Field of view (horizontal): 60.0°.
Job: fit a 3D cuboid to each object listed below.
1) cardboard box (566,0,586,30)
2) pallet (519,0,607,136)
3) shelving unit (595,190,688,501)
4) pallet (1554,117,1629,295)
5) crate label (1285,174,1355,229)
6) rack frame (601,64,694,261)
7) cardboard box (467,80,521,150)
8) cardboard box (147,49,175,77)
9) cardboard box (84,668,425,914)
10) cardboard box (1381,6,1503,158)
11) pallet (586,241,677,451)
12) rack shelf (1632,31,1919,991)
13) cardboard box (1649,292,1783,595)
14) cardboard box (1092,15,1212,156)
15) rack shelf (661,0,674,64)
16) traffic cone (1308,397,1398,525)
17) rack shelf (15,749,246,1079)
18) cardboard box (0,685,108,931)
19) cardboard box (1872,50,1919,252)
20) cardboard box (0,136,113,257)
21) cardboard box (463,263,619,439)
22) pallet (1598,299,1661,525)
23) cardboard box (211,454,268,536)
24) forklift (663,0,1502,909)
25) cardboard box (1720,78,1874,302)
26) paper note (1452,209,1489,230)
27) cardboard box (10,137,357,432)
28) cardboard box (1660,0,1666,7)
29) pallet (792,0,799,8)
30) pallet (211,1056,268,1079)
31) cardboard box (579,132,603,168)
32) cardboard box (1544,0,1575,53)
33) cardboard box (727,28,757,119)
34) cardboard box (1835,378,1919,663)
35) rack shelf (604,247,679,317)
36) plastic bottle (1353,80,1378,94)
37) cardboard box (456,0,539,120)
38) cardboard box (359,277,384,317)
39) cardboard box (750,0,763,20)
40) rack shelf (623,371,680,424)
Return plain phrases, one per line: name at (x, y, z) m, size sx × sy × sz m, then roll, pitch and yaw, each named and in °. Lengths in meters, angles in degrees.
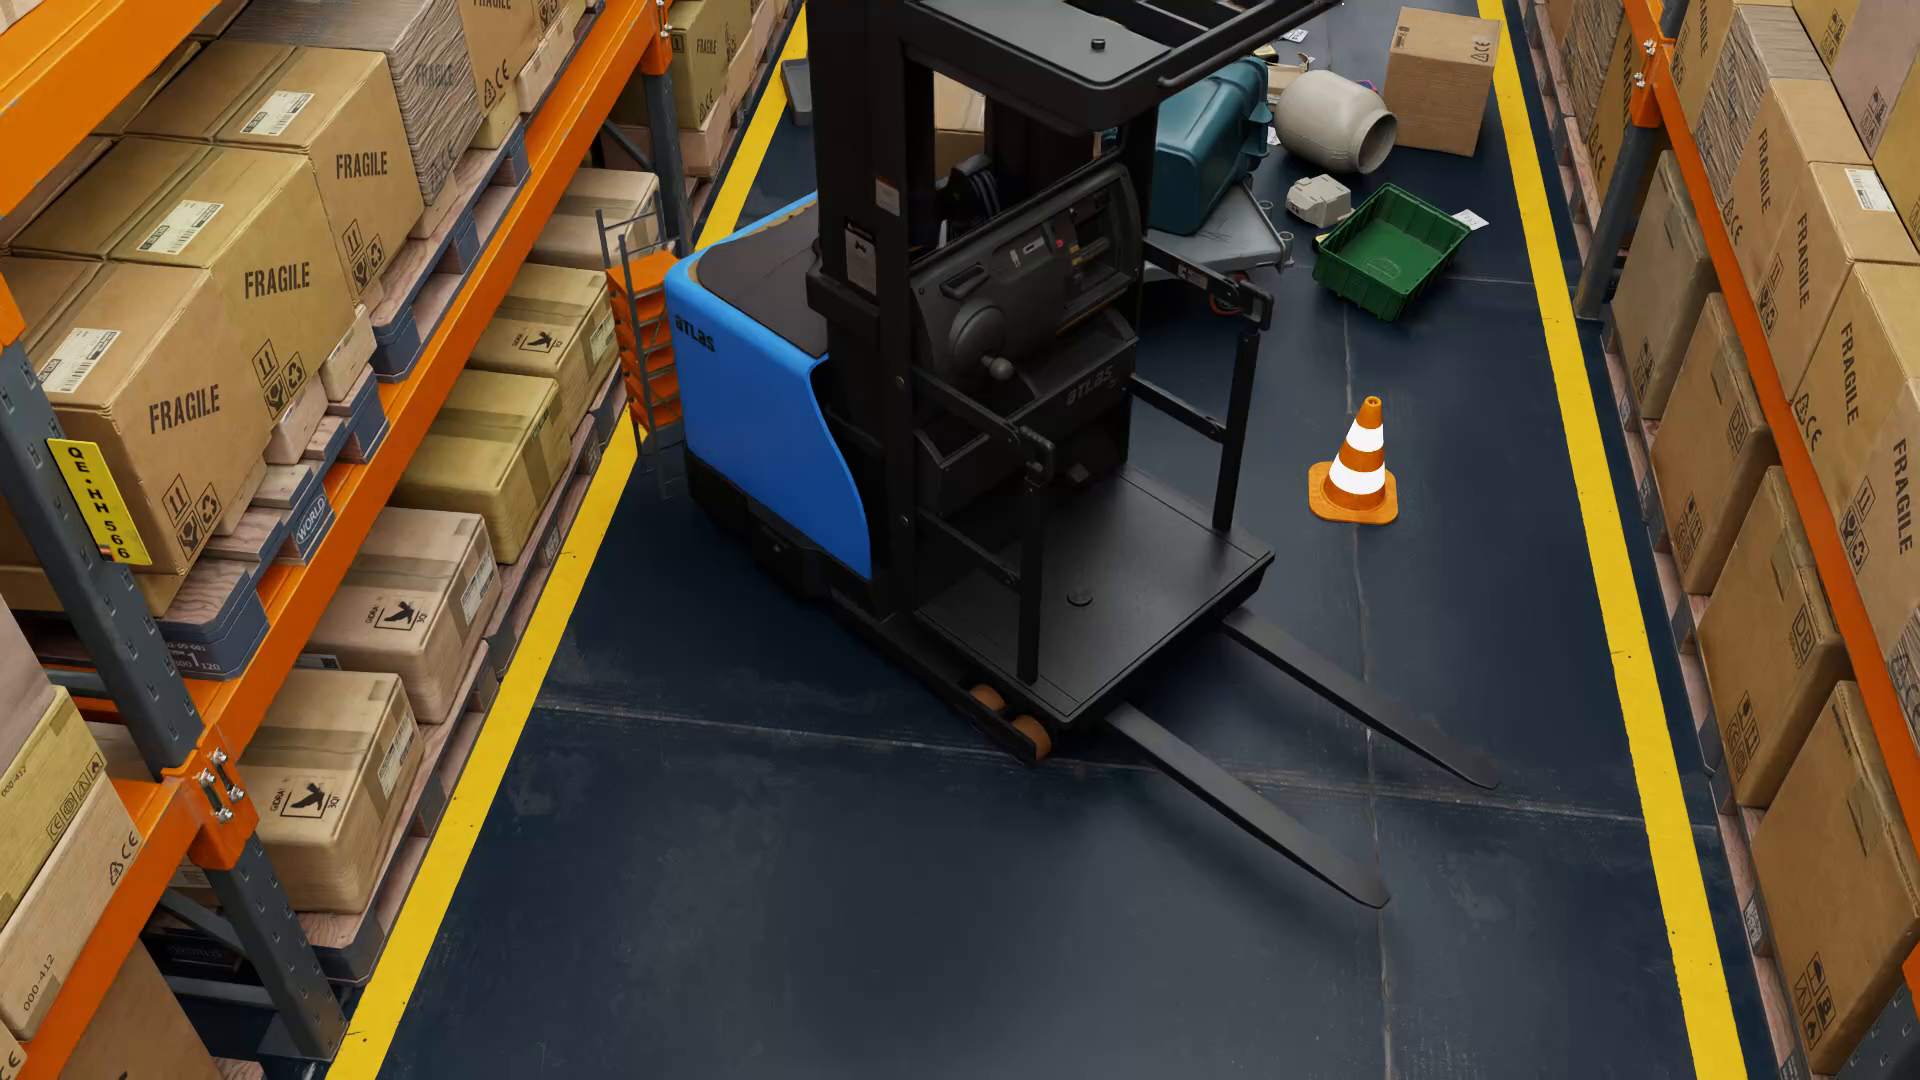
cardboard box at (-1.574, -1.933, 5.987) m, size 0.380 × 0.149 × 0.250 m, roll 4°, pitch 44°, yaw 4°
pallet at (-1.972, -1.848, 6.159) m, size 1.003 × 0.211 × 1.213 m, roll 5°, pitch 44°, yaw 6°
shelving unit at (-1.099, -0.685, 6.100) m, size 0.258 × 1.200 × 0.189 m, roll -24°, pitch 49°, yaw -24°
pallet at (3.371, -1.543, 7.726) m, size 1.003 × 0.211 × 1.213 m, roll 5°, pitch 44°, yaw 6°
crate label at (1.693, -1.606, 7.846) m, size 0.298 × 0.136 × 0.250 m, roll -24°, pitch 48°, yaw -23°
rack frame at (-1.727, -2.425, 6.630) m, size 1.000 × 3.000 × 0.127 m, roll 5°, pitch 44°, yaw 6°
cardboard box at (-1.671, -1.417, 5.442) m, size 0.380 × 0.149 × 0.250 m, roll 5°, pitch 44°, yaw 5°
cardboard box at (-2.319, -1.372, 4.451) m, size 0.380 × 0.149 × 0.250 m, roll 3°, pitch 44°, yaw 4°
cardboard box at (-2.171, 0.718, 4.915) m, size 0.950 × 0.372 × 0.625 m, roll 3°, pitch 43°, yaw 3°
cardboard box at (2.381, -2.289, 8.302) m, size 0.500 × 0.500 × 0.500 m, roll 12°, pitch 45°, yaw 13°
pallet at (-1.829, -0.882, 7.028) m, size 1.003 × 0.211 × 1.213 m, roll 5°, pitch 44°, yaw 6°
rack shelf at (2.928, -0.420, 5.035) m, size 1.077 × 0.370 × 4.000 m, roll 5°, pitch 44°, yaw 6°
cardboard box at (3.068, -0.291, 5.707) m, size 1.050 × 0.750 × 0.750 m, roll 5°, pitch 44°, yaw 6°
cardboard box at (0.963, -2.229, 8.139) m, size 0.797 × 0.637 × 0.503 m, roll 5°, pitch 44°, yaw 6°
rack shelf at (-1.463, -3.527, 8.316) m, size 1.077 × 0.370 × 4.000 m, roll 5°, pitch 44°, yaw 6°
traffic cone at (1.519, -0.346, 6.279) m, size 0.336 × 0.463 × 0.334 m, roll 5°, pitch 44°, yaw 6°
rack shelf at (-2.520, 1.925, 2.558) m, size 1.077 × 0.370 × 4.000 m, roll 5°, pitch 44°, yaw 6°
cardboard box at (-2.068, 0.527, 3.257) m, size 0.500 × 0.250 × 0.500 m, roll 5°, pitch 44°, yaw 5°
cardboard box at (2.932, -1.065, 4.394) m, size 0.700 × 0.500 × 0.500 m, roll 5°, pitch 44°, yaw 5°
cardboard box at (-2.414, -0.684, 4.197) m, size 0.500 × 0.500 × 0.500 m, roll 5°, pitch 44°, yaw 5°
cardboard box at (-1.886, -0.776, 6.493) m, size 0.950 × 0.372 × 0.625 m, roll 8°, pitch 44°, yaw 8°
pallet at (3.165, -0.499, 6.623) m, size 1.003 × 0.211 × 1.213 m, roll 5°, pitch 44°, yaw 6°
cardboard box at (-1.958, -0.155, 4.109) m, size 0.380 × 0.149 × 0.250 m, roll 3°, pitch 44°, yaw 3°
forklift at (0.370, -0.731, 4.891) m, size 3.031 × 2.935 × 1.130 m, roll 34°, pitch 53°, yaw 31°
cardboard box at (2.722, -1.062, 5.117) m, size 0.500 × 0.500 × 0.500 m, roll 5°, pitch 44°, yaw 5°
paper note at (2.384, -1.507, 7.819) m, size 0.147 × 0.020 × 0.142 m, roll -24°, pitch 48°, yaw -23°
cardboard box at (-1.905, -0.637, 4.147) m, size 0.500 × 0.500 × 0.500 m, roll 7°, pitch 44°, yaw 8°
cardboard box at (3.230, -2.351, 6.442) m, size 0.875 × 0.550 × 0.550 m, roll 5°, pitch 44°, yaw 6°
pallet at (-1.351, -3.536, 9.831) m, size 1.003 × 0.211 × 1.213 m, roll 5°, pitch 44°, yaw 6°
pallet at (-2.435, 1.844, 4.149) m, size 1.003 × 0.211 × 1.213 m, roll 5°, pitch 44°, yaw 6°
cardboard box at (-1.916, -2.007, 7.882) m, size 0.500 × 0.250 × 0.500 m, roll 7°, pitch 44°, yaw 7°
cardboard box at (3.583, -3.083, 8.564) m, size 0.875 × 0.875 × 0.875 m, roll 5°, pitch 44°, yaw 5°
cardboard box at (-1.322, -2.322, 8.215) m, size 0.500 × 0.250 × 0.500 m, roll 8°, pitch 44°, yaw 8°
cardboard box at (2.525, -0.025, 4.023) m, size 0.500 × 0.500 × 0.500 m, roll 5°, pitch 44°, yaw 6°
rack shelf at (-1.099, -0.914, 5.883) m, size 0.258 × 0.103 × 0.180 m, roll -24°, pitch 49°, yaw -24°
plastic bottle at (2.020, -2.334, 8.670) m, size 0.283 × 0.061 × 0.133 m, roll -9°, pitch 44°, yaw -9°
cardboard box at (-1.699, -1.697, 5.266) m, size 0.500 × 0.500 × 0.500 m, roll 7°, pitch 44°, yaw 7°
cardboard box at (-1.865, -0.694, 4.678) m, size 0.380 × 0.149 × 0.250 m, roll 8°, pitch 44°, yaw 8°
cardboard box at (-1.252, -2.948, 8.331) m, size 0.500 × 0.500 × 0.500 m, roll 7°, pitch 44°, yaw 8°
rack shelf at (-1.099, -0.565, 6.214) m, size 0.258 × 0.103 × 0.180 m, roll -24°, pitch 49°, yaw -24°
